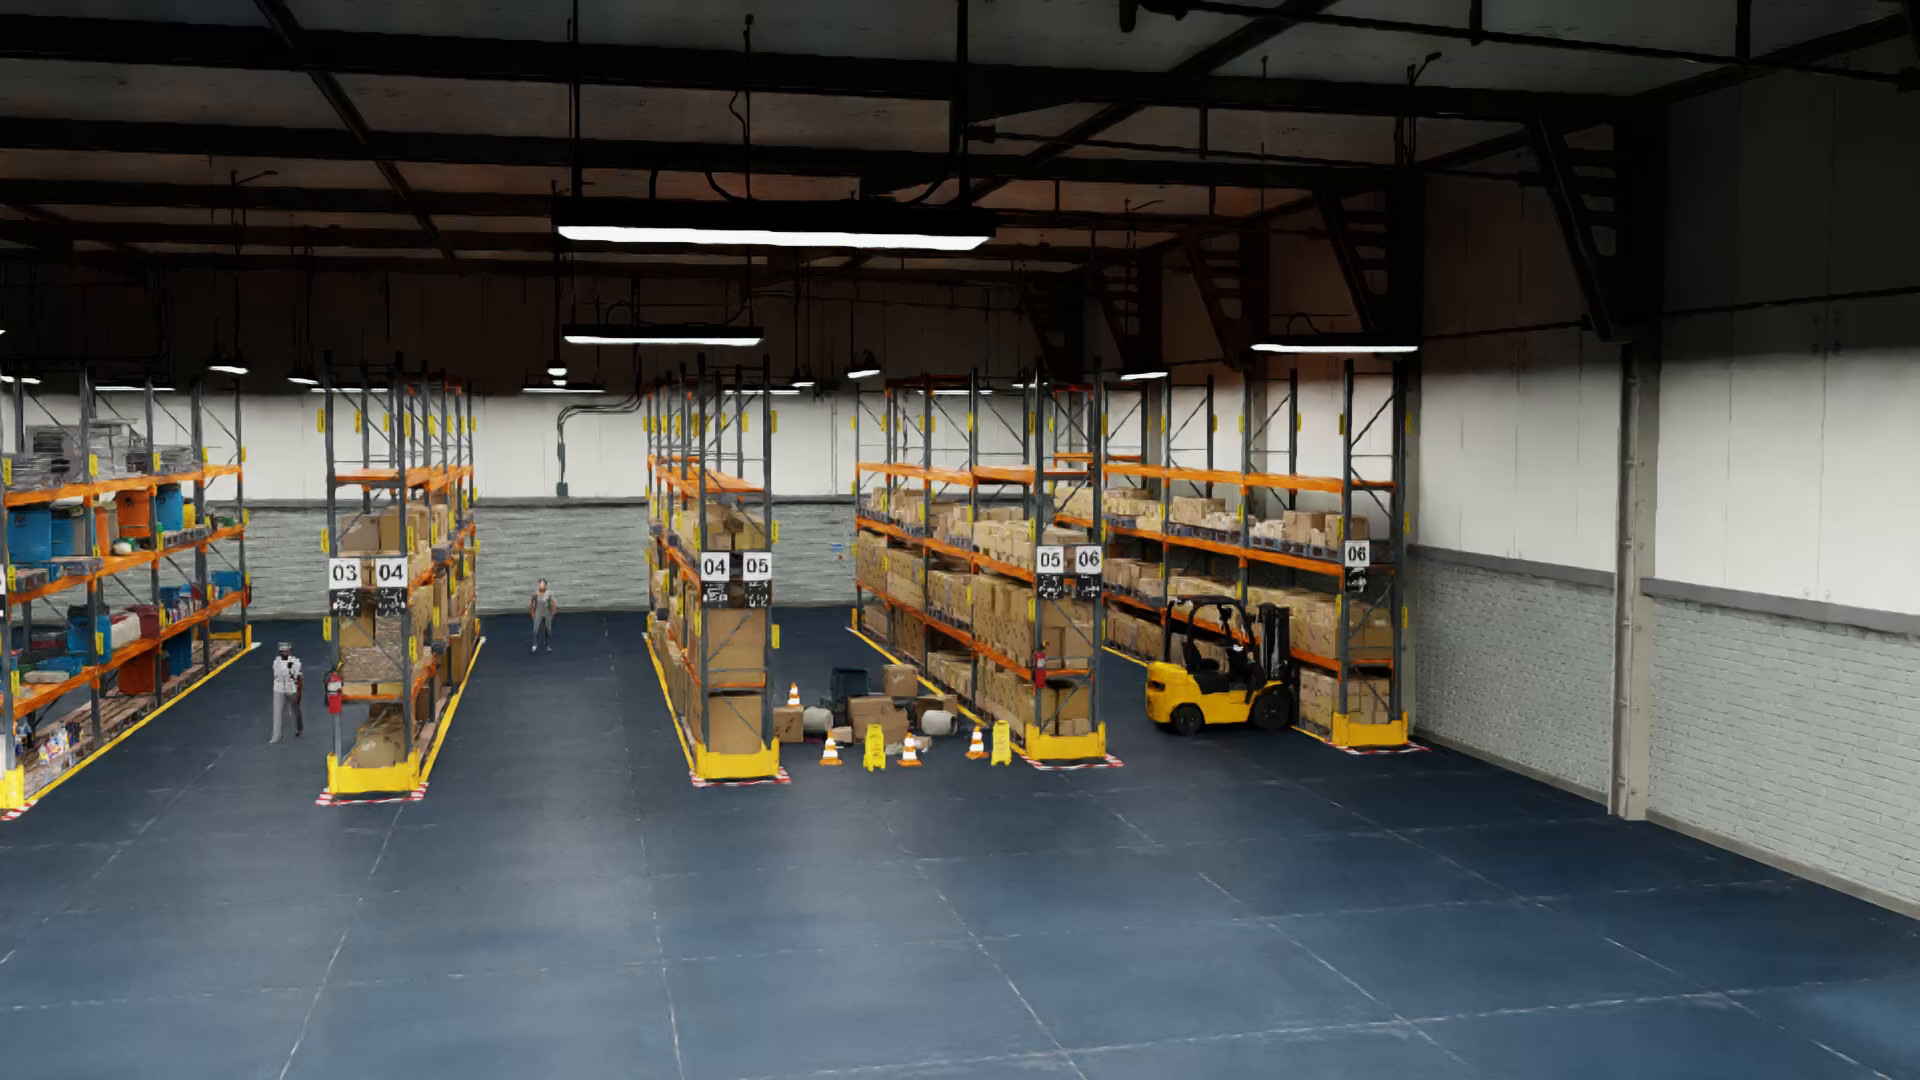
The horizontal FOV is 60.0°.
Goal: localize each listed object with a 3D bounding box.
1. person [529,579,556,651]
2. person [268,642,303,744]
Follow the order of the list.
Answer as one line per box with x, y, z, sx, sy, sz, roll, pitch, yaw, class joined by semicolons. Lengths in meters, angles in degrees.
-9.212;1.647;36.714;0.580;1.618;0.507;-1;4;-15;person
-10.580;2.369;26.163;0.450;1.588;1.092;-1;4;-10;person
